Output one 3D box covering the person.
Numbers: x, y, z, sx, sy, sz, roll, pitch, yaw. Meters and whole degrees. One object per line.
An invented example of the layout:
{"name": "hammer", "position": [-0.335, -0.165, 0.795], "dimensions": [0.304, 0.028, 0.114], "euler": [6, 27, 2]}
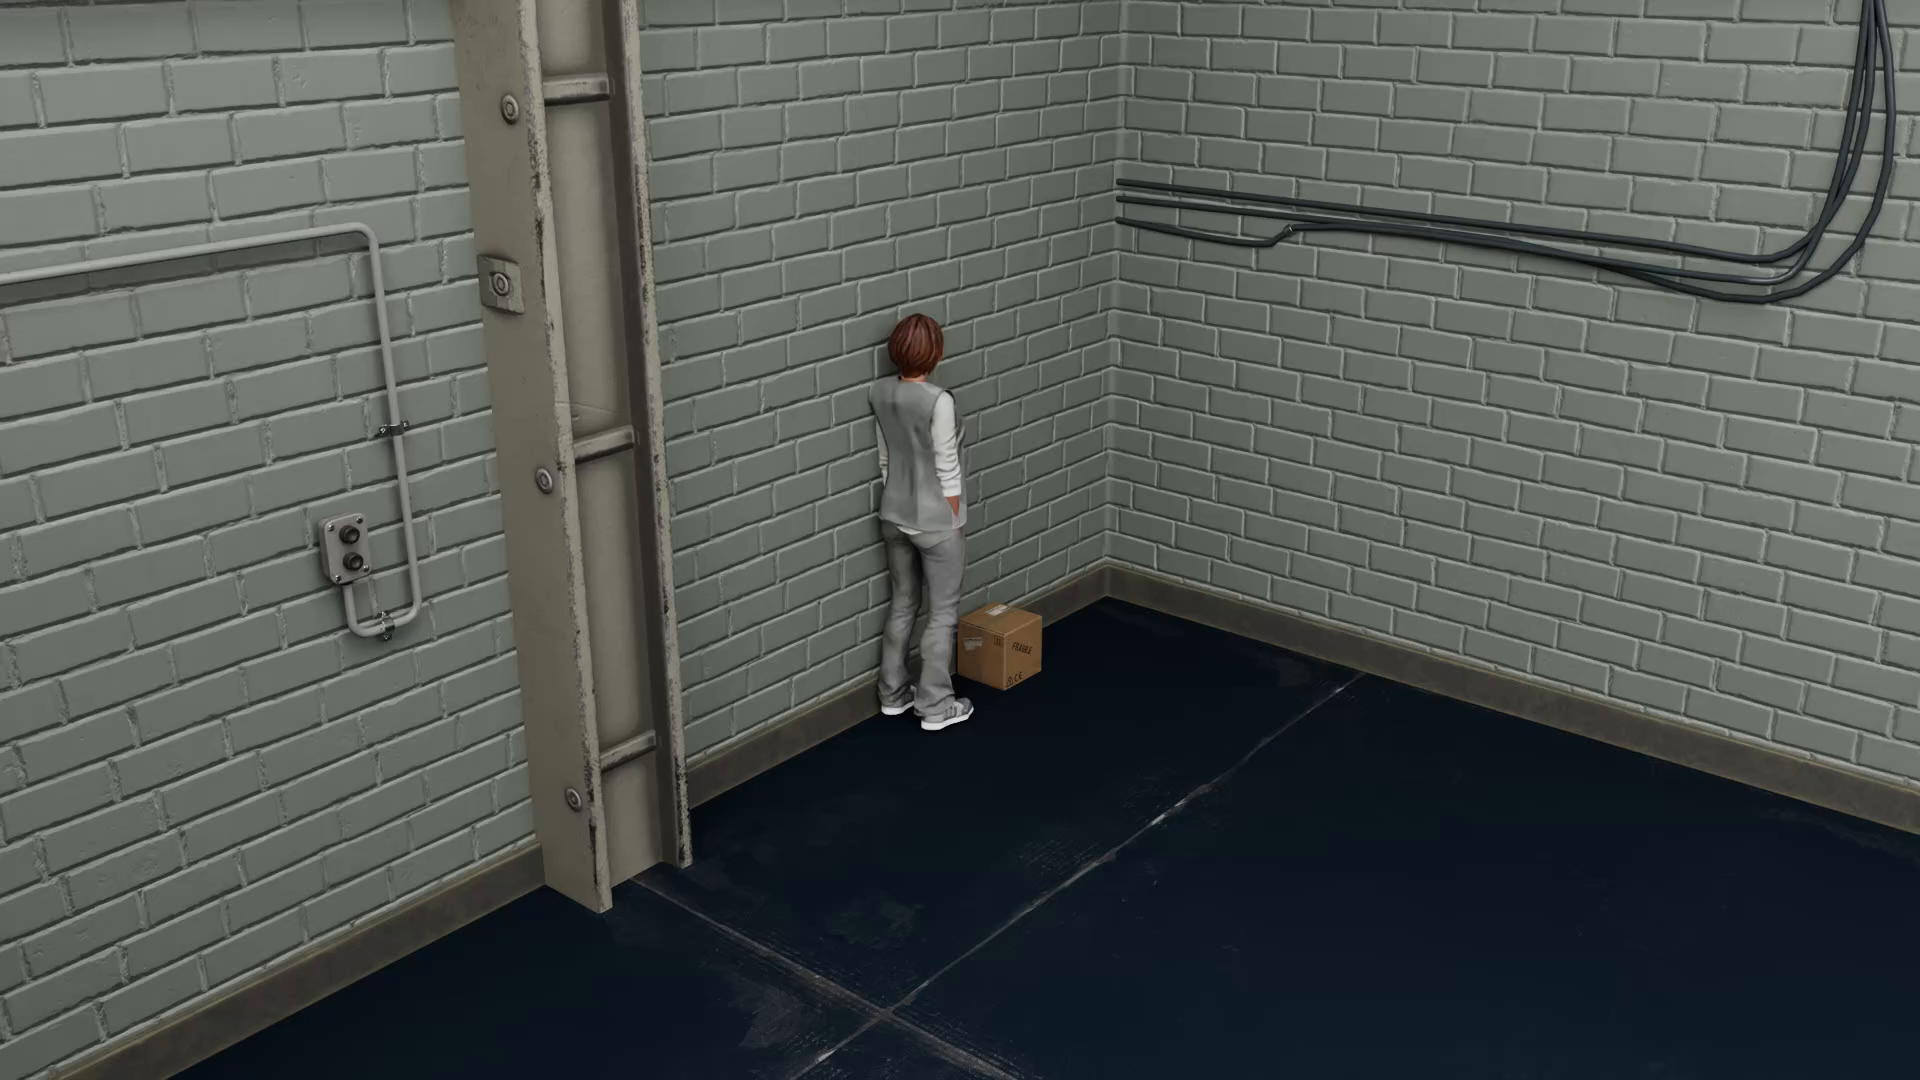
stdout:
{"name": "person", "position": [-0.154, -0.066, 6.275], "dimensions": [0.406, 1.594, 0.309], "euler": [17, 26, 38]}
